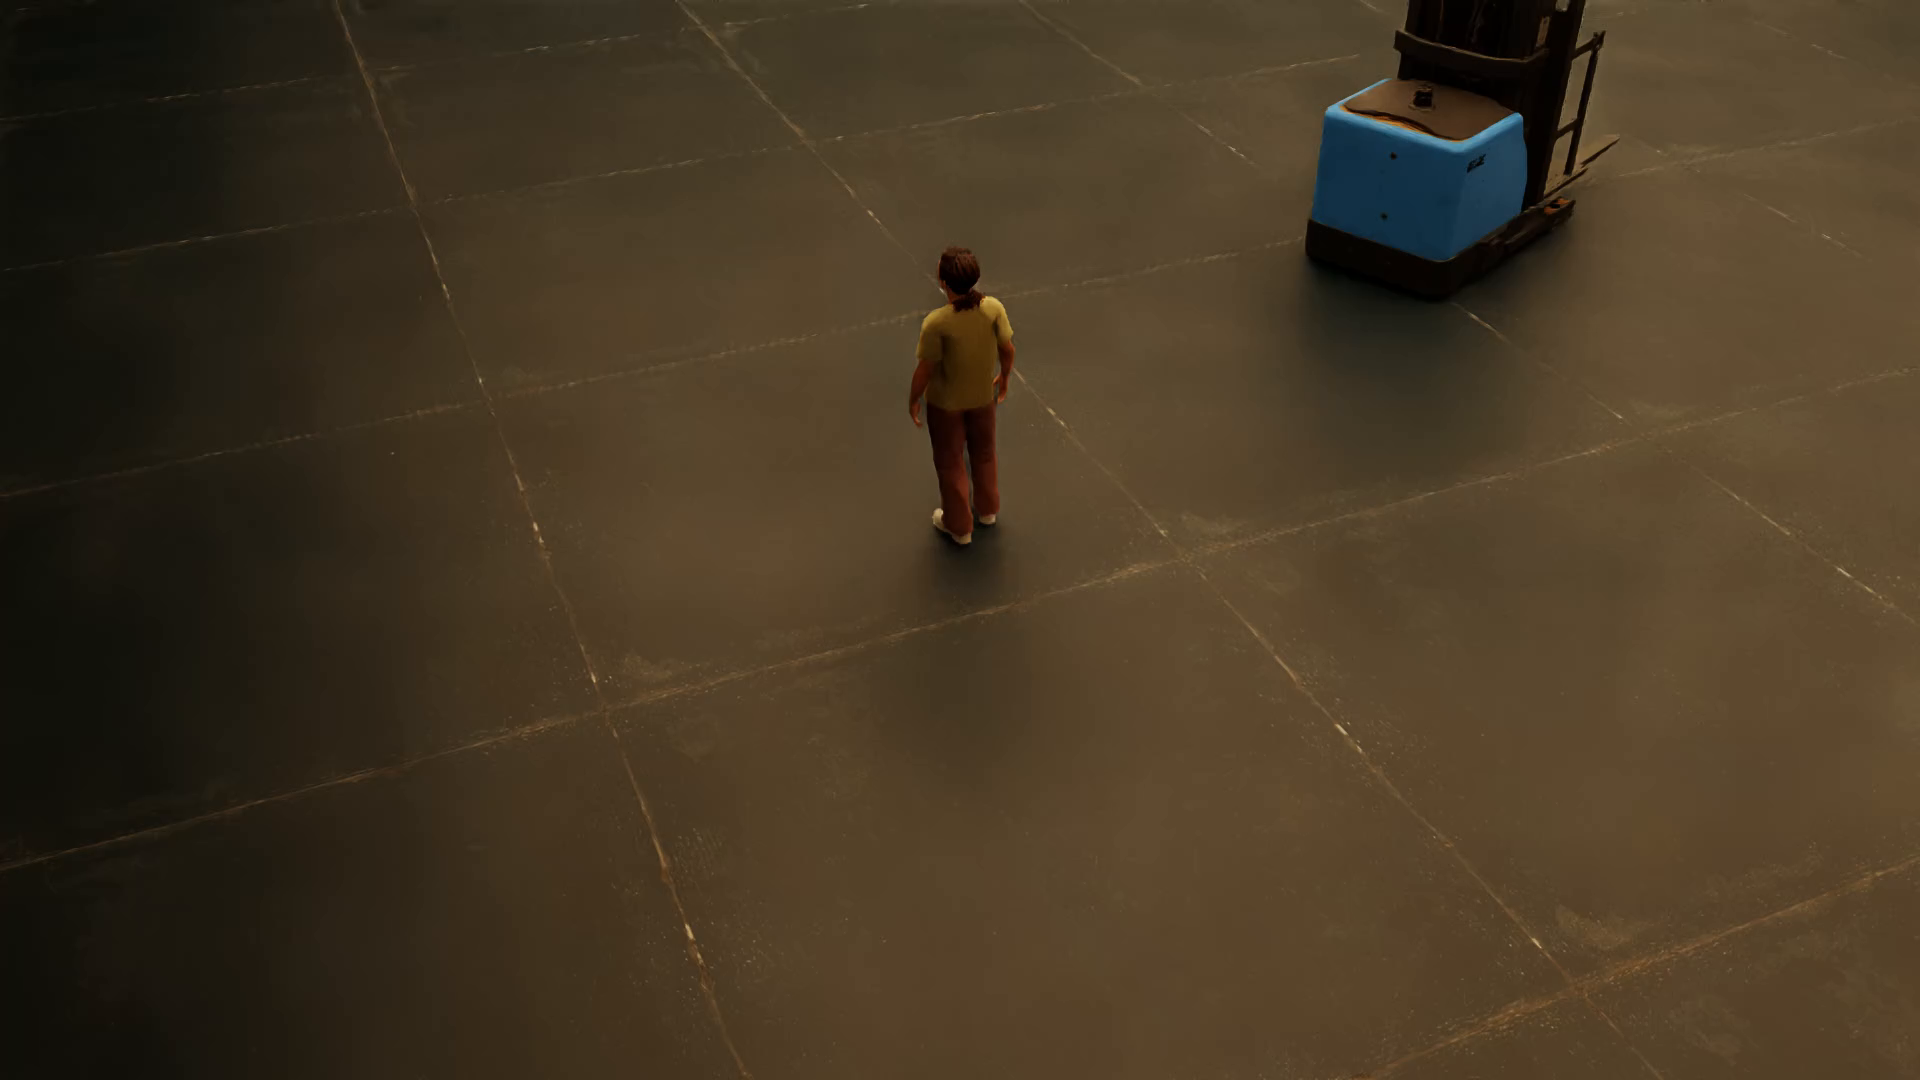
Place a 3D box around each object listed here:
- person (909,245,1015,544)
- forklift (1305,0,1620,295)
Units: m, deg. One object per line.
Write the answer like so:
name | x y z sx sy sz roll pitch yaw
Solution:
person | -0.019 -0.731 8.197 0.554 1.674 0.548 -14 38 -19
forklift | 3.701 -3.540 11.076 1.130 2.935 3.031 28 44 33
